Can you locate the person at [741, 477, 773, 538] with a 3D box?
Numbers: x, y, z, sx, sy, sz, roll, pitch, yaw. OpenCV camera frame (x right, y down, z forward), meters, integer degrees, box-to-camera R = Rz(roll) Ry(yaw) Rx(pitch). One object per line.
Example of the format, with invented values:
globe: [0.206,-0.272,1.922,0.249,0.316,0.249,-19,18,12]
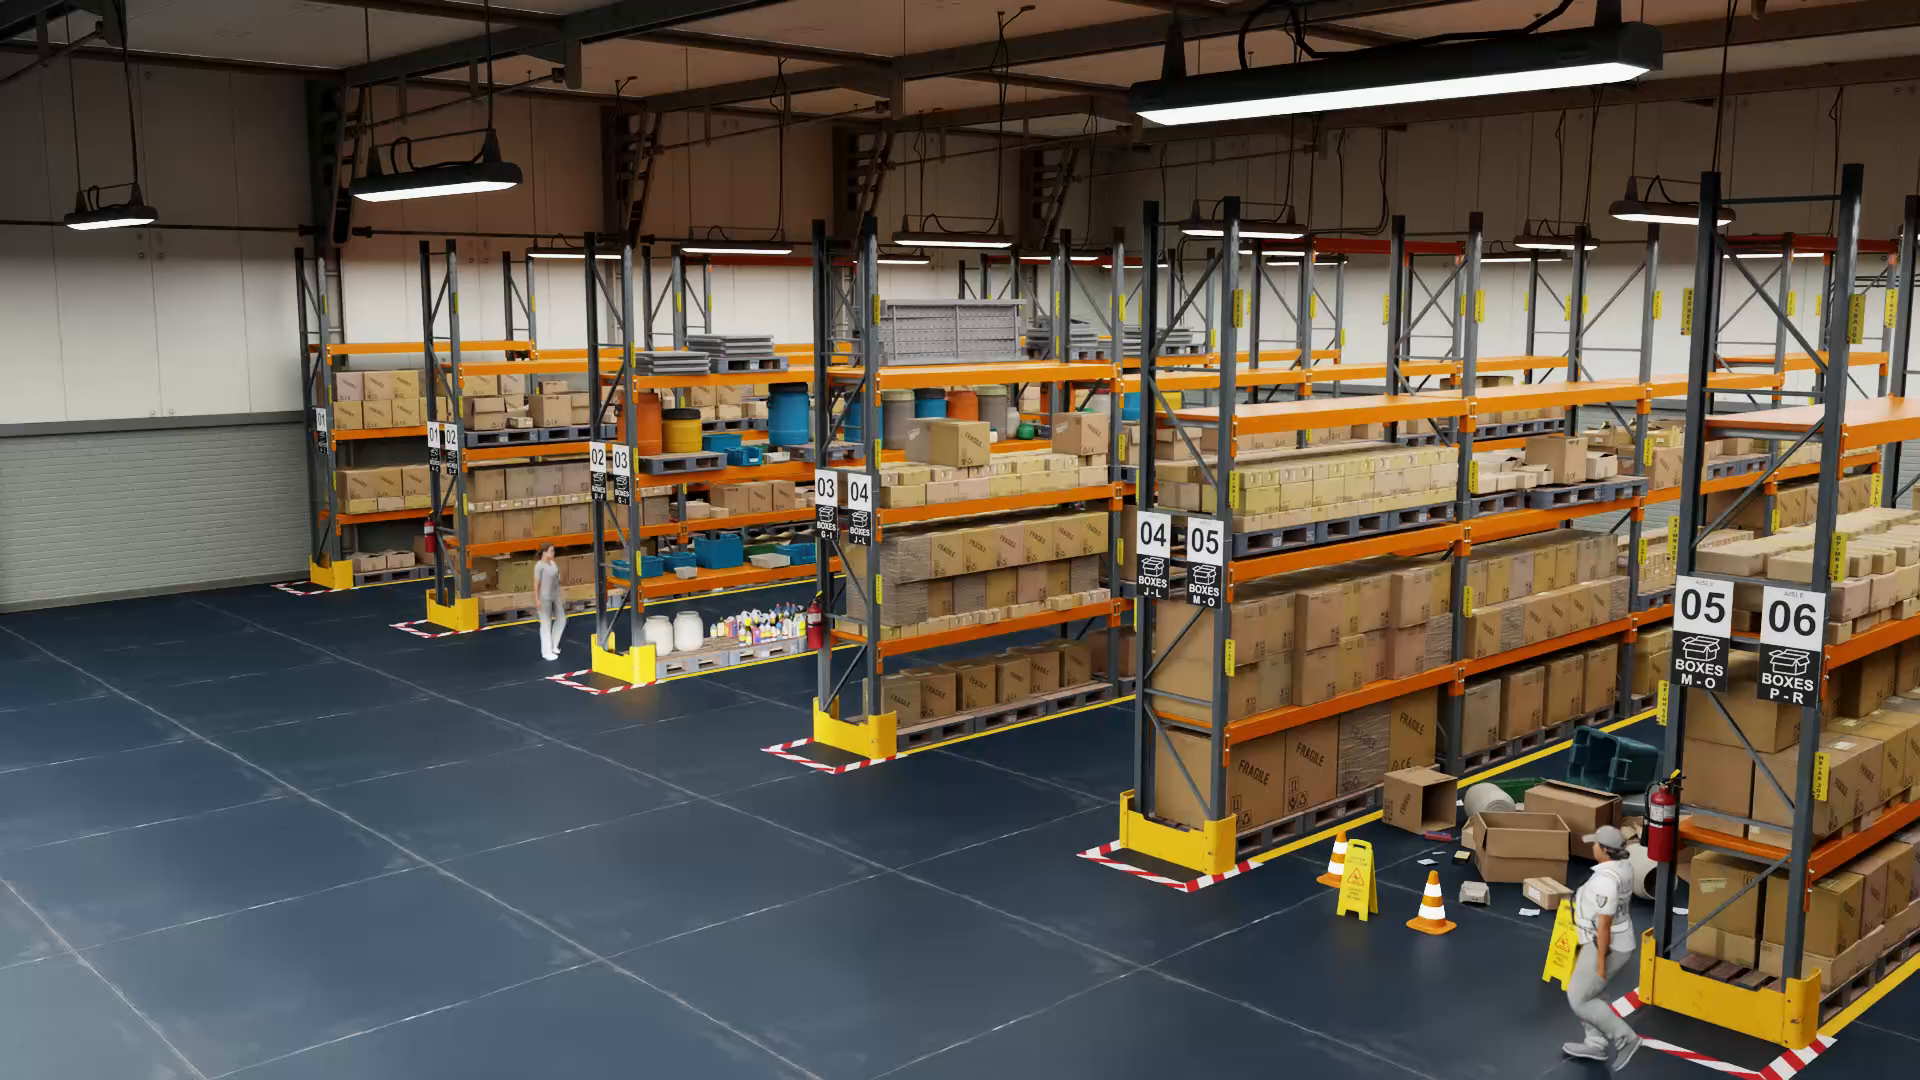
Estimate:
person: [-4.153,-0.558,33.317,0.760,1.722,1.080,8,11,42]

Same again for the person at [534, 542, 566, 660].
person: [-5.919,0.856,23.881,0.500,1.682,0.510,5,10,30]

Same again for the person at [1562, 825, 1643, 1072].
person: [4.320,2.720,11.100,0.500,1.657,0.501,3,9,19]
